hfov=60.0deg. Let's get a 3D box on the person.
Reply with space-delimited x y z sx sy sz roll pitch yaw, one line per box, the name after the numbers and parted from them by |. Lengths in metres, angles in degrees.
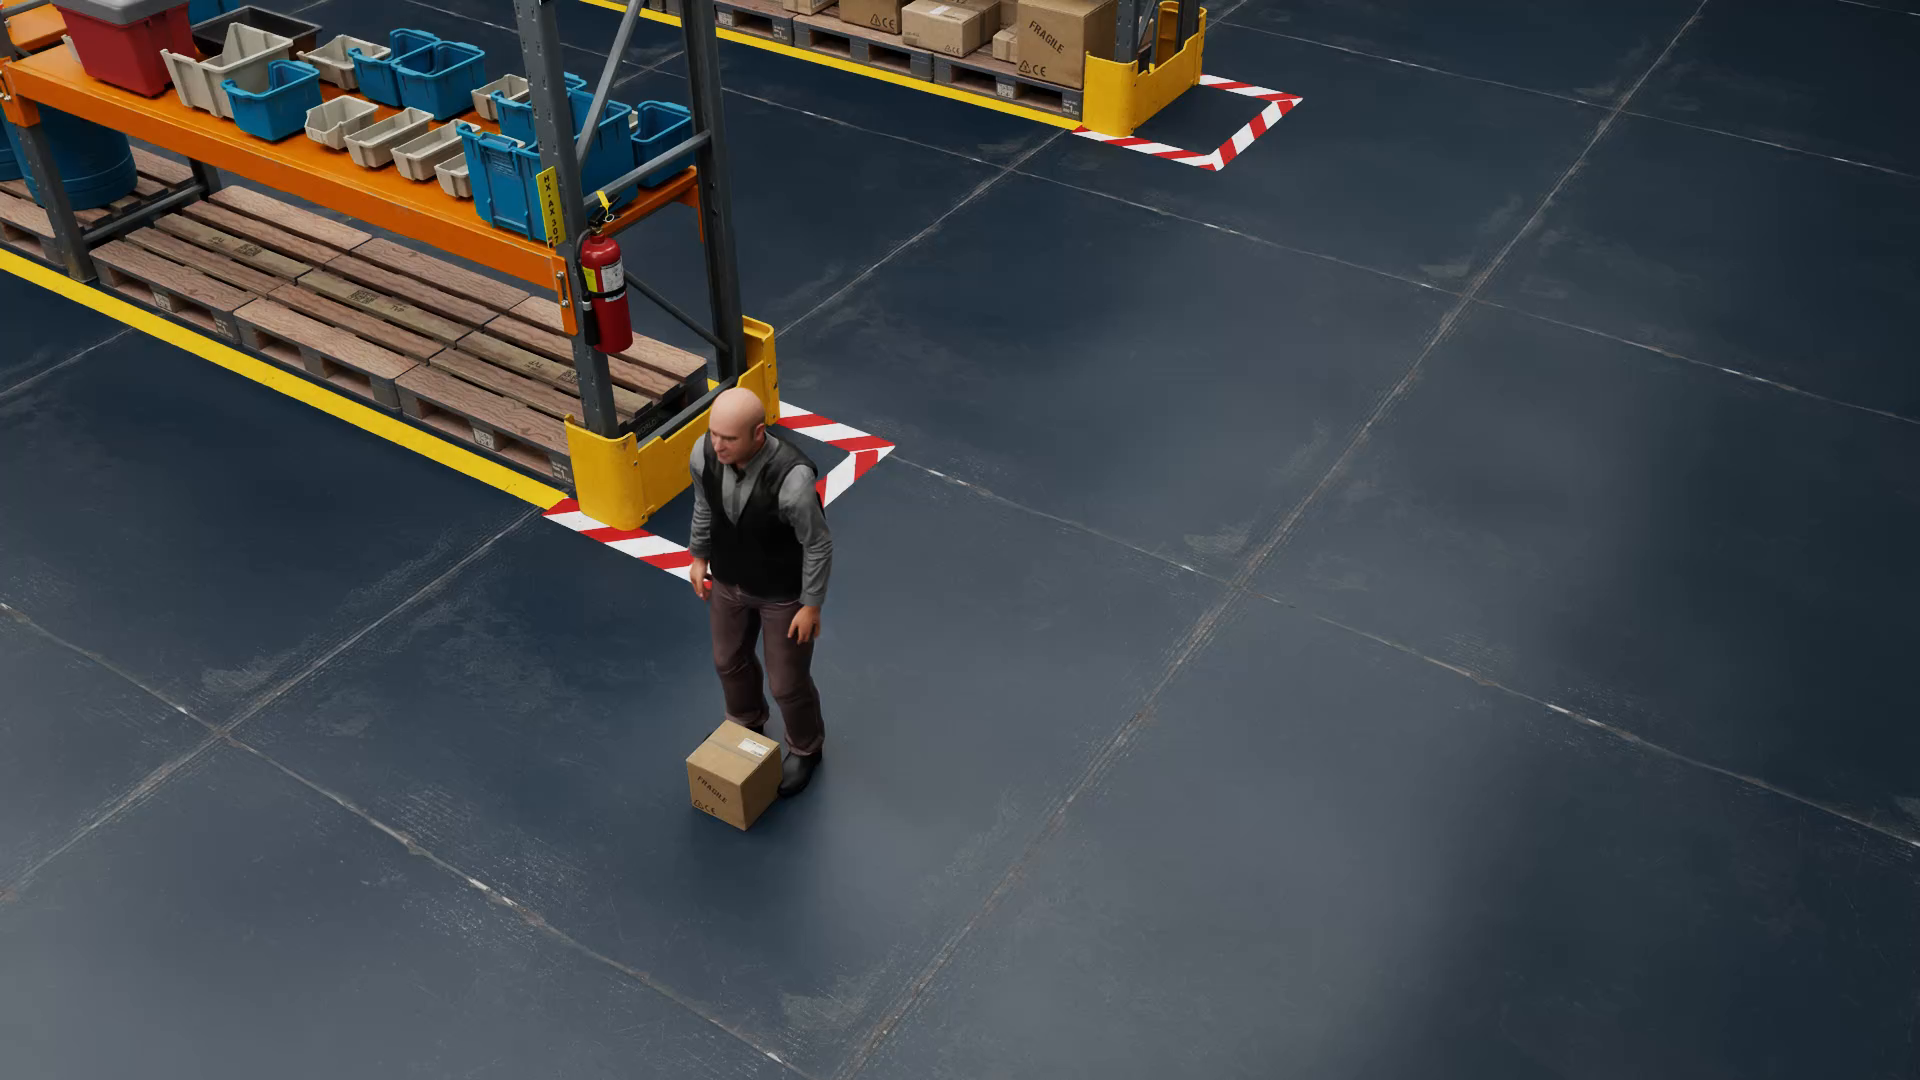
-0.701 0.153 5.976 0.580 1.721 0.417 22 43 25 | person
